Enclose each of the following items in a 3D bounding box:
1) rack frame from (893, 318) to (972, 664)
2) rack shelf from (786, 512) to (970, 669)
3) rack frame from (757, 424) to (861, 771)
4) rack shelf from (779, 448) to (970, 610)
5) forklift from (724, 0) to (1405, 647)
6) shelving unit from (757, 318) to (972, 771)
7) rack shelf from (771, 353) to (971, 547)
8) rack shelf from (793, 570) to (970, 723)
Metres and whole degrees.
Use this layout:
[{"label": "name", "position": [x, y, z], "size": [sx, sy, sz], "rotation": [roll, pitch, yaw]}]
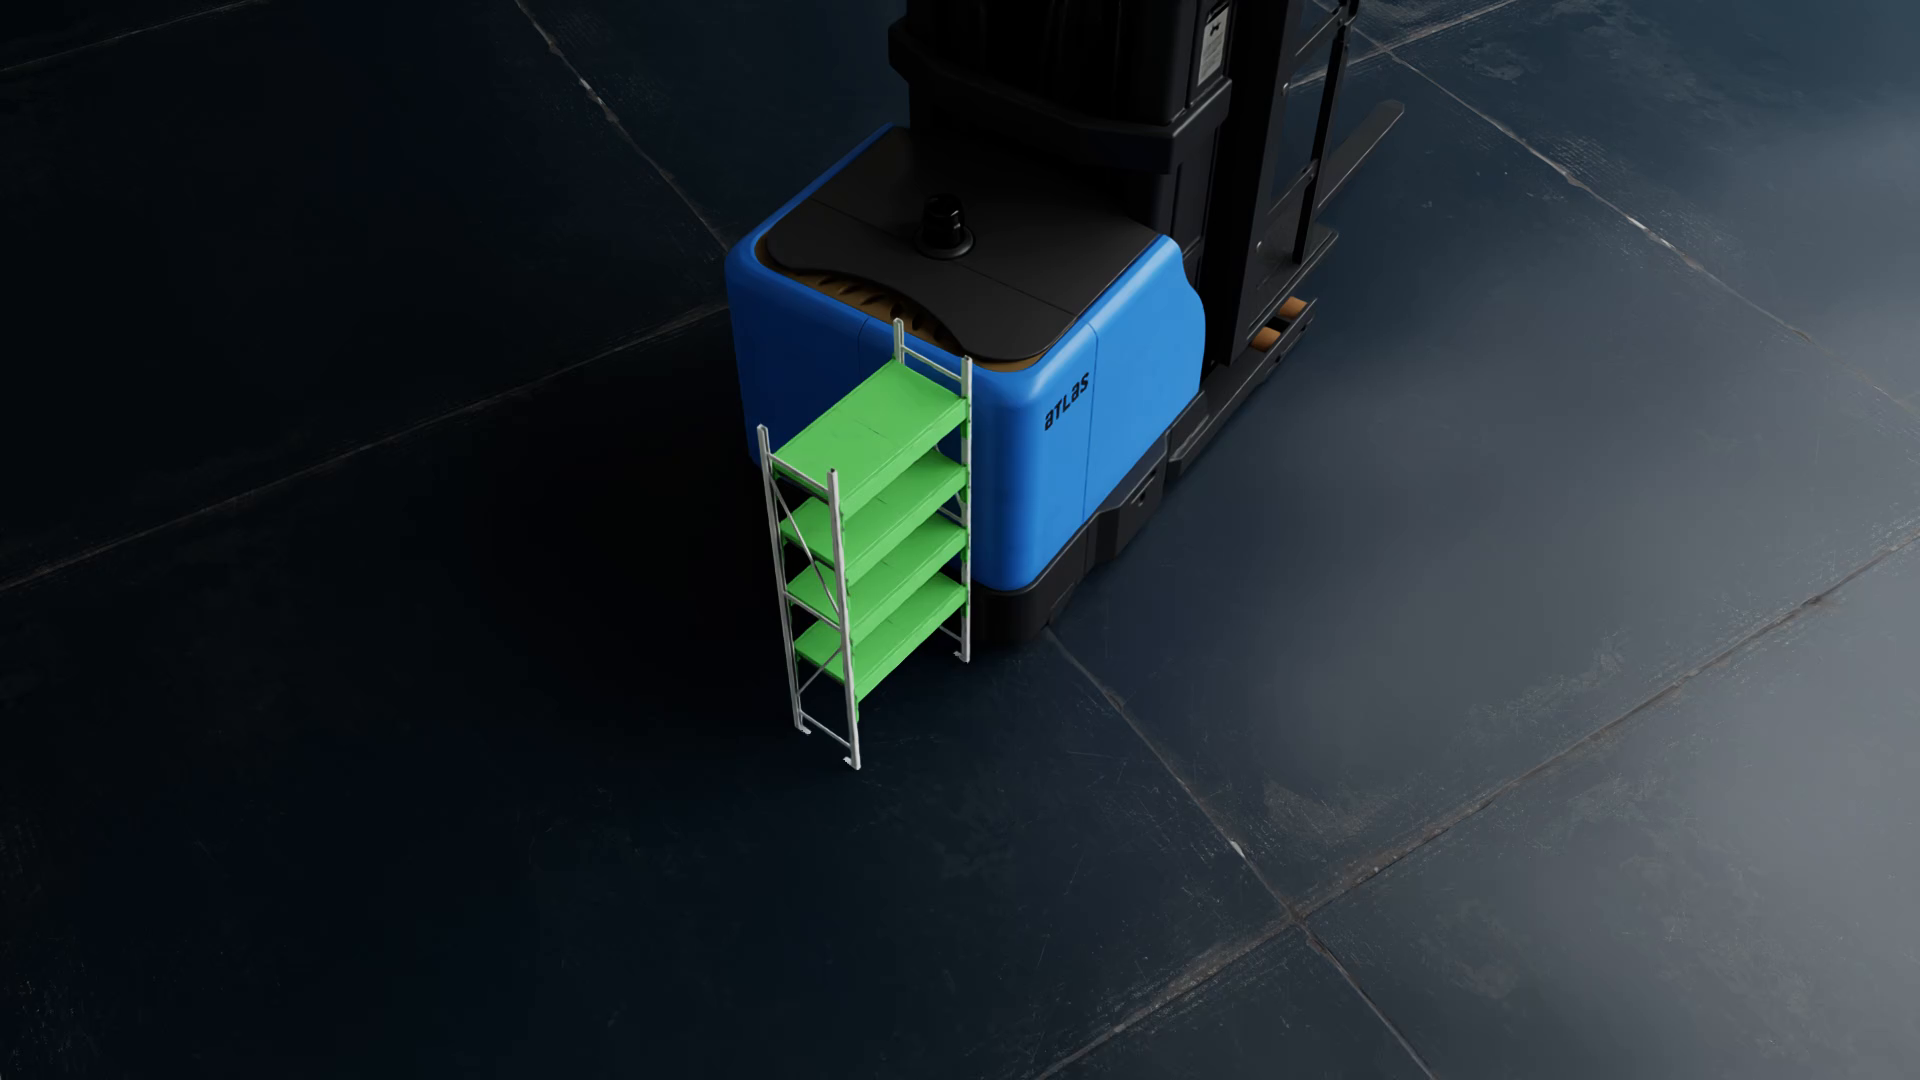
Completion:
[{"label": "rack frame", "position": [-0.069, -0.094, 4.530], "size": [0.240, 1.200, 0.015], "rotation": [31, 55, 25]}, {"label": "rack shelf", "position": [-0.223, 0.090, 4.452], "size": [0.258, 0.148, 0.480], "rotation": [31, 55, 25]}, {"label": "rack frame", "position": [-0.377, 0.189, 4.278], "size": [0.240, 1.200, 0.015], "rotation": [31, 55, 25]}, {"label": "rack shelf", "position": [-0.223, -0.069, 4.273], "size": [0.258, 0.148, 0.480], "rotation": [31, 55, 25]}, {"label": "forklift", "position": [0.591, -1.732, 4.830], "size": [1.130, 2.935, 3.031], "rotation": [27, 54, 22]}, {"label": "shelving unit", "position": [-0.223, 0.048, 4.404], "size": [0.258, 1.200, 0.503], "rotation": [31, 55, 25]}, {"label": "rack shelf", "position": [-0.223, -0.229, 4.093], "size": [0.258, 0.148, 0.480], "rotation": [31, 55, 25]}, {"label": "rack shelf", "position": [-0.223, 0.250, 4.631], "size": [0.258, 0.148, 0.480], "rotation": [31, 55, 25]}]
